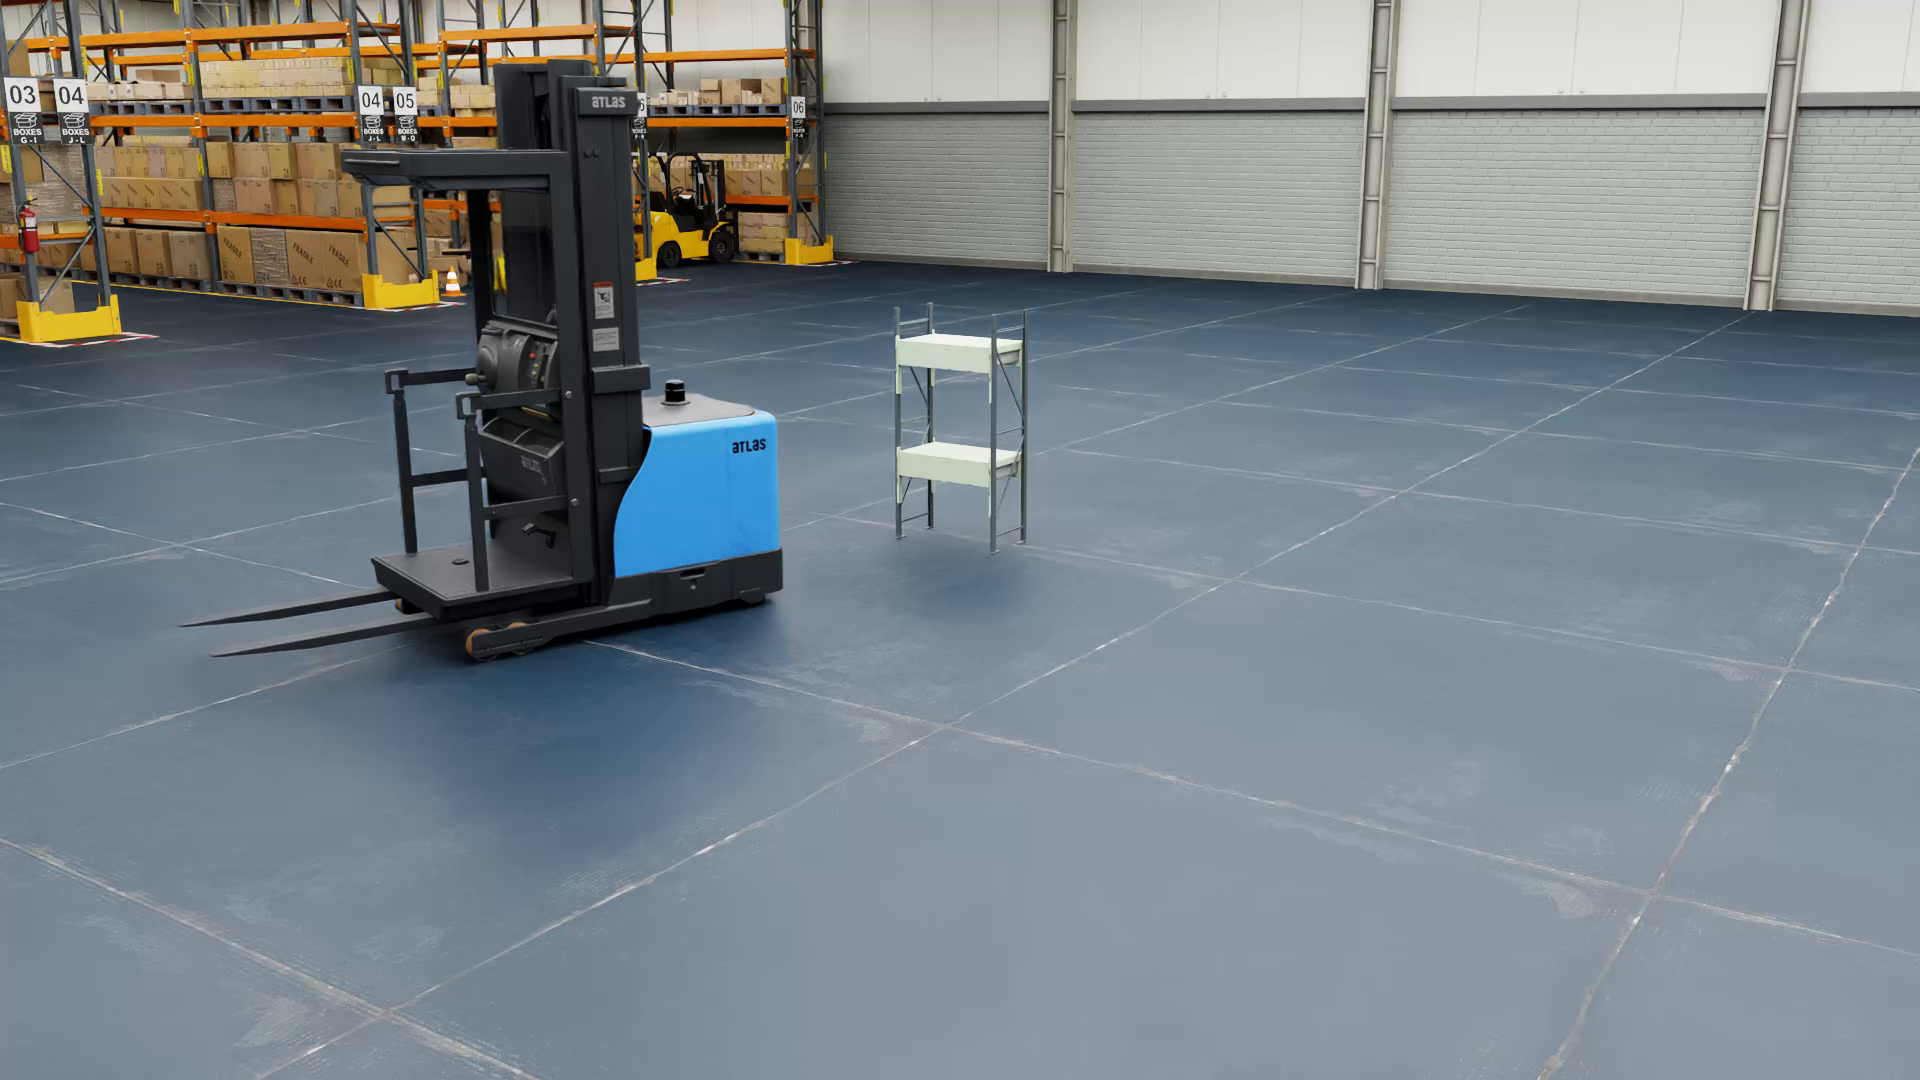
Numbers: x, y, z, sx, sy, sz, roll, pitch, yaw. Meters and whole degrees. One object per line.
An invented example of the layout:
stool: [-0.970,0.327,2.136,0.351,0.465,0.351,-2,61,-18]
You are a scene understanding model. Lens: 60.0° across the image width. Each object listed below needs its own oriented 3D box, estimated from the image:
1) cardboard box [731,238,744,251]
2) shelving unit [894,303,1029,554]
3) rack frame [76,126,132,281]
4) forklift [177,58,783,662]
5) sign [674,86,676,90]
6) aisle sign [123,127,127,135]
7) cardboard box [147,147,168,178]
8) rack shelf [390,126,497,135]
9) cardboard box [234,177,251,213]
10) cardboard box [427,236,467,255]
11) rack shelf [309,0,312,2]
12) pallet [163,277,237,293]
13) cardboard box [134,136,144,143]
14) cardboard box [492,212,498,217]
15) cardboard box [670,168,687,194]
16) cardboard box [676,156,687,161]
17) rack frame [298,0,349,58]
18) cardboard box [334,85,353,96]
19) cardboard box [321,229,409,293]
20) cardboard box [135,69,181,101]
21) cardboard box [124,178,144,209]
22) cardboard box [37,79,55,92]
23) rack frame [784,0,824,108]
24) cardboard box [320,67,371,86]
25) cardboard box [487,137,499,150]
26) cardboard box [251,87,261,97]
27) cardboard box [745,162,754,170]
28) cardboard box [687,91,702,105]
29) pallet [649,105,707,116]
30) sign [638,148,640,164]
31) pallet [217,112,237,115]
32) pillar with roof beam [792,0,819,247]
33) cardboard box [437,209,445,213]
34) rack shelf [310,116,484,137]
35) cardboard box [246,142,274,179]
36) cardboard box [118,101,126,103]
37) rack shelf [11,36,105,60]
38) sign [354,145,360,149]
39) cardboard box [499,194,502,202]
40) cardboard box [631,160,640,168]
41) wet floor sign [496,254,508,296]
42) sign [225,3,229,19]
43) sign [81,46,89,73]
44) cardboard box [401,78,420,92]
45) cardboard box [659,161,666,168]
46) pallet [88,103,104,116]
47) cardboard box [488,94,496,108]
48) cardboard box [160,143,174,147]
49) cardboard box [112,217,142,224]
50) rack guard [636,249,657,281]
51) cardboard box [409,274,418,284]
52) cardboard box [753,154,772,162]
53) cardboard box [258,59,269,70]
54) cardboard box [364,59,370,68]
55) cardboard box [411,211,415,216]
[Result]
cardboard box: [-4.410,-6.020,33.746,0.500,0.250,0.500,9,17,33]
shelving unit: [0.006,-0.727,10.639,0.755,1.500,0.431,9,17,33]
rack frame: [-15.110,-6.095,29.203,0.127,3.000,1.000,9,17,33]
forklift: [-2.478,-0.953,8.574,3.031,2.935,1.130,-11,17,-36]
sign: [-6.037,-9.406,35.093,0.005,0.325,0.100,9,17,33]
aisle sign: [-18.956,-9.502,37.555,0.004,0.787,0.394,9,17,33]
cardboard box: [-13.054,-6.294,27.719,0.500,0.500,0.700,9,17,33]
rack shelf: [-11.324,-9.461,38.054,4.000,0.370,1.077,9,17,33]
cardboard box: [-11.009,-5.515,26.548,0.550,0.550,0.875,9,17,33]
cardboard box: [-9.549,-5.557,31.625,0.625,0.372,0.950,9,17,34]
rack shelf: [-14.643,-13.067,39.461,4.000,0.370,1.077,9,17,33]
pallet: [-12.474,-4.293,27.728,1.213,0.211,1.003,9,17,33]
cardboard box: [-17.666,-8.698,36.079,0.250,0.149,0.380,9,16,31]
cardboard box: [-8.703,-5.945,30.536,0.250,0.149,0.380,9,17,34]
cardboard box: [-5.681,-7.420,34.346,0.500,0.500,0.500,10,17,34]
cardboard box: [-5.606,-7.851,34.118,0.250,0.149,0.380,10,17,34]
rack frame: [-12.432,-10.008,32.524,0.127,3.000,1.000,9,17,33]
cardboard box: [-8.937,-6.586,24.383,0.250,0.149,0.380,9,17,33]
cardboard box: [-9.072,-4.272,25.388,0.875,0.875,0.875,9,17,33]
cardboard box: [-13.512,-7.675,28.052,0.500,0.500,0.500,9,17,33]
cardboard box: [-13.635,-5.827,27.912,0.500,0.500,0.500,9,17,32]
cardboard box: [-11.424,-5.707,20.873,0.250,0.149,0.380,9,17,32]
rack frame: [-3.026,-9.925,32.190,0.127,3.000,1.000,9,17,33]
cardboard box: [-9.034,-6.812,24.468,0.500,0.250,0.500,9,17,34]
cardboard box: [-8.055,-6.990,29.908,0.500,0.500,0.700,9,16,32]
cardboard box: [-10.621,-6.858,25.484,0.250,0.149,0.380,9,17,33]
cardboard box: [-4.079,-7.478,33.231,0.250,0.149,0.380,9,17,32]
cardboard box: [-5.283,-8.933,33.622,0.258,0.266,0.396,9,16,31]
pallet: [-5.623,-8.853,34.287,1.213,0.211,1.003,9,17,33]
sign: [-6.640,-7.963,34.506,0.005,0.325,0.100,9,17,33]
pallet: [-14.962,-8.882,34.617,1.217,0.209,0.805,8,16,31]
pillar with roof beam: [-5.504,-9.340,29.825,0.400,9.000,9.100,9,17,33]
cardboard box: [-11.920,-7.698,38.654,0.250,0.149,0.380,9,17,33]
rack shelf: [-10.772,-7.934,31.887,4.000,0.370,1.077,9,17,33]
cardboard box: [-10.612,-5.949,26.053,0.550,0.550,0.875,9,17,33]
cardboard box: [-18.295,-9.563,36.411,0.250,0.149,0.380,10,17,35]
rack shelf: [-16.770,-8.732,29.700,4.000,0.370,1.077,9,17,33]
sign: [-8.787,-5.593,24.272,0.005,0.325,0.100,9,17,33]
cardboard box: [-8.130,-6.208,30.183,0.250,0.149,0.380,9,17,33]
cardboard box: [-6.753,-7.914,34.994,0.250,0.149,0.380,10,17,35]
wet floor sign: [-7.343,-4.270,26.731,0.232,0.644,0.267,6,15,23]
sign: [-15.458,-11.146,35.012,0.005,0.325,0.100,9,17,33]
sign: [-11.021,-6.035,20.900,0.005,0.325,0.100,9,17,33]
cardboard box: [-10.524,-8.574,31.371,0.500,0.250,0.500,10,17,34]
cardboard box: [-6.012,-7.783,34.464,0.250,0.149,0.380,10,17,34]
pallet: [-14.546,-7.384,28.559,1.003,0.211,1.213,10,17,35]
cardboard box: [-8.059,-7.836,29.687,0.500,0.250,0.500,9,17,33]
cardboard box: [-16.713,-8.244,35.594,0.500,0.500,0.500,9,16,32]
cardboard box: [-18.466,-7.060,37.559,0.875,0.438,0.875,9,16,31]
rack guard: [-5.856,-4.820,29.252,0.348,0.500,1.175,9,17,33]
cardboard box: [-9.337,-4.368,27.917,0.258,0.266,0.396,13,19,42]
cardboard box: [-3.895,-7.583,33.038,0.250,0.149,0.380,10,17,34]
cardboard box: [-10.416,-7.212,25.252,0.250,0.149,0.380,9,17,33]
cardboard box: [-8.779,-7.138,24.954,0.250,0.149,0.380,9,17,33]
cardboard box: [-12.708,-7.503,39.218,0.500,0.500,0.500,10,17,35]
